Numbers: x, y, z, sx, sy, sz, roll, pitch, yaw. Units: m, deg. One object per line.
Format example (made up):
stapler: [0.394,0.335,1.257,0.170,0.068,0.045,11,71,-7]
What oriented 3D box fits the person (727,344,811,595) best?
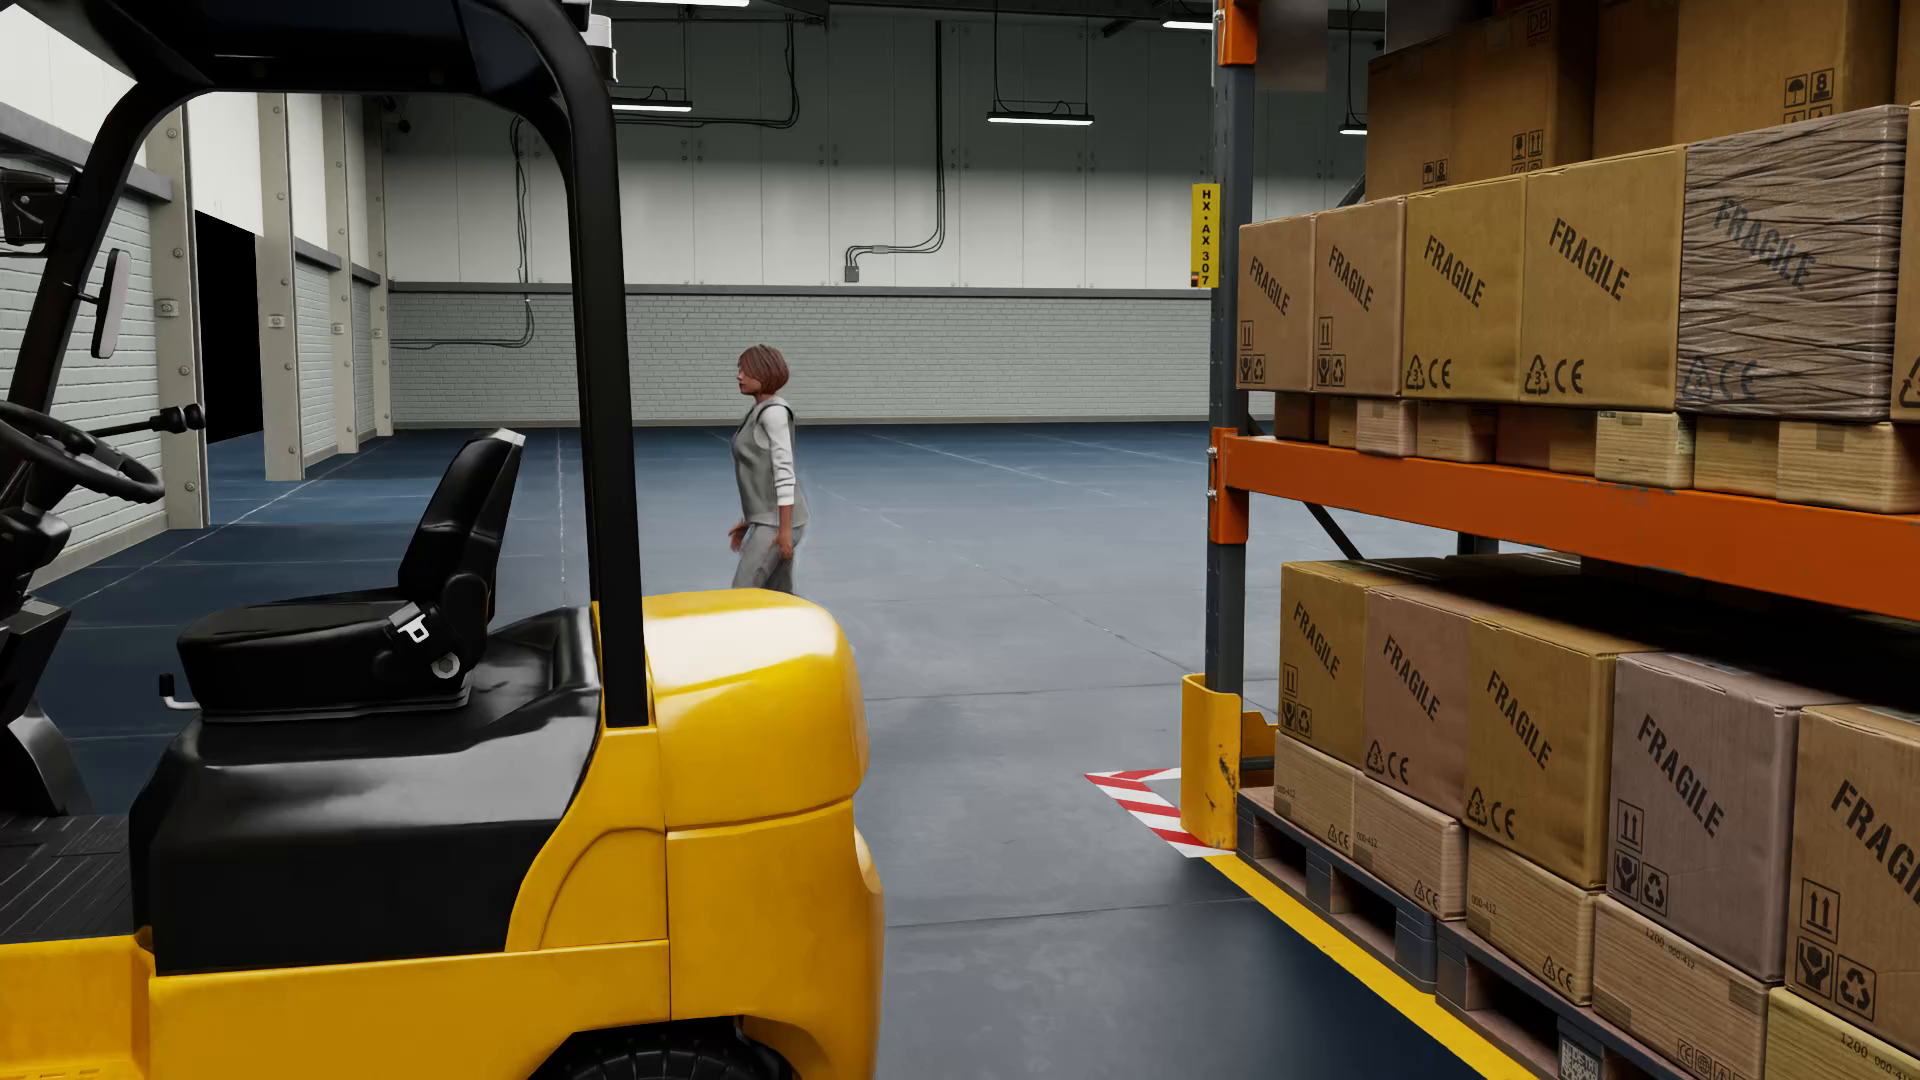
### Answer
person: [-0.812,-0.033,7.240,0.421,1.630,0.441,-2,7,-14]
